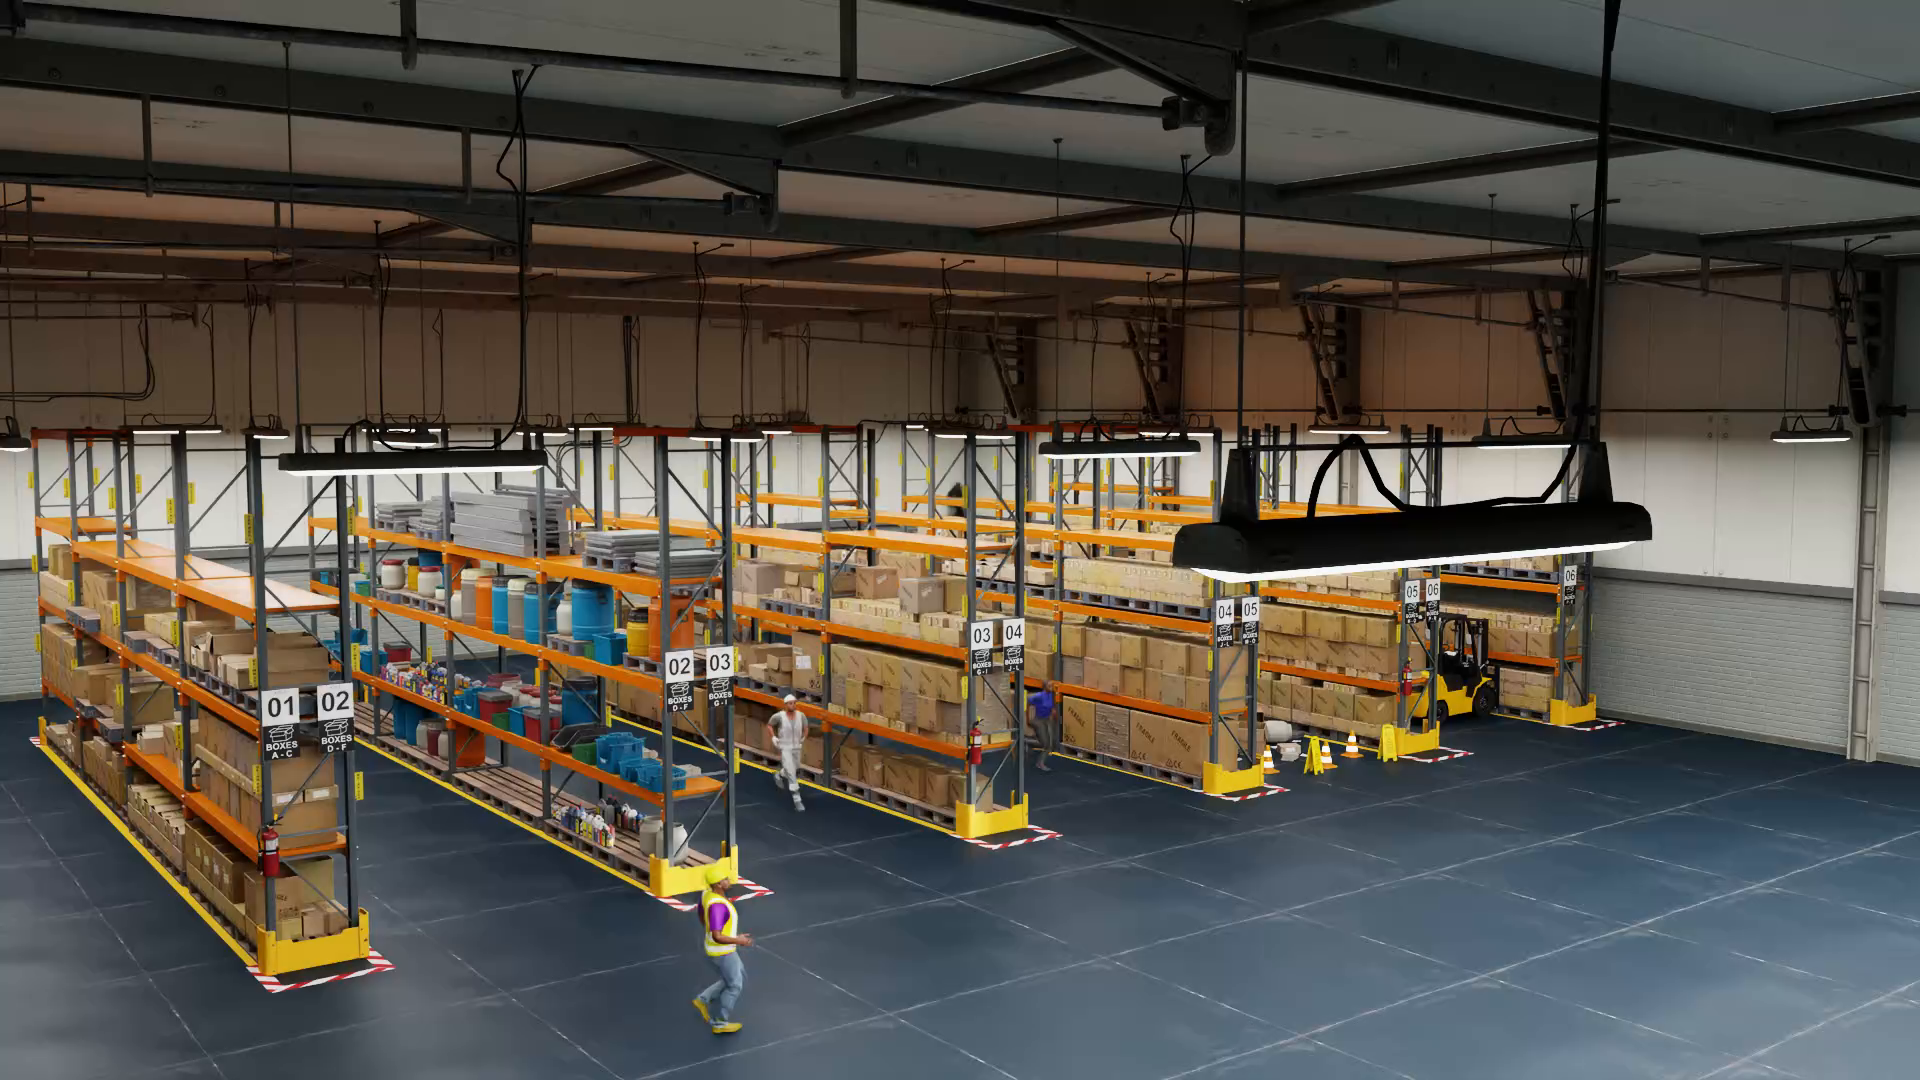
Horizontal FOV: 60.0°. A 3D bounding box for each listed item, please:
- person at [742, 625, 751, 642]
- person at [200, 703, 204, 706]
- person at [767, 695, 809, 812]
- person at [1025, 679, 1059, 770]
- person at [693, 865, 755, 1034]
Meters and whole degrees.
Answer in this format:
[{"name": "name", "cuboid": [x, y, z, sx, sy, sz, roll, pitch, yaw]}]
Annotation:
[{"name": "person", "cuboid": [-5.389, 1.909, 41.776, 0.662, 1.779, 0.907, 4, 6, 39]}, {"name": "person", "cuboid": [-14.082, 3.019, 31.161, 0.791, 1.752, 0.645, 4, 6, 42]}, {"name": "person", "cuboid": [-2.722, 3.362, 26.658, 0.626, 1.801, 1.150, -3, 5, -34]}, {"name": "person", "cuboid": [1.442, 3.252, 29.321, 0.611, 1.611, 0.664, -4, 6, -44]}, {"name": "person", "cuboid": [-2.409, 4.143, 16.868, 0.600, 1.719, 0.695, -1, 5, -15]}]
